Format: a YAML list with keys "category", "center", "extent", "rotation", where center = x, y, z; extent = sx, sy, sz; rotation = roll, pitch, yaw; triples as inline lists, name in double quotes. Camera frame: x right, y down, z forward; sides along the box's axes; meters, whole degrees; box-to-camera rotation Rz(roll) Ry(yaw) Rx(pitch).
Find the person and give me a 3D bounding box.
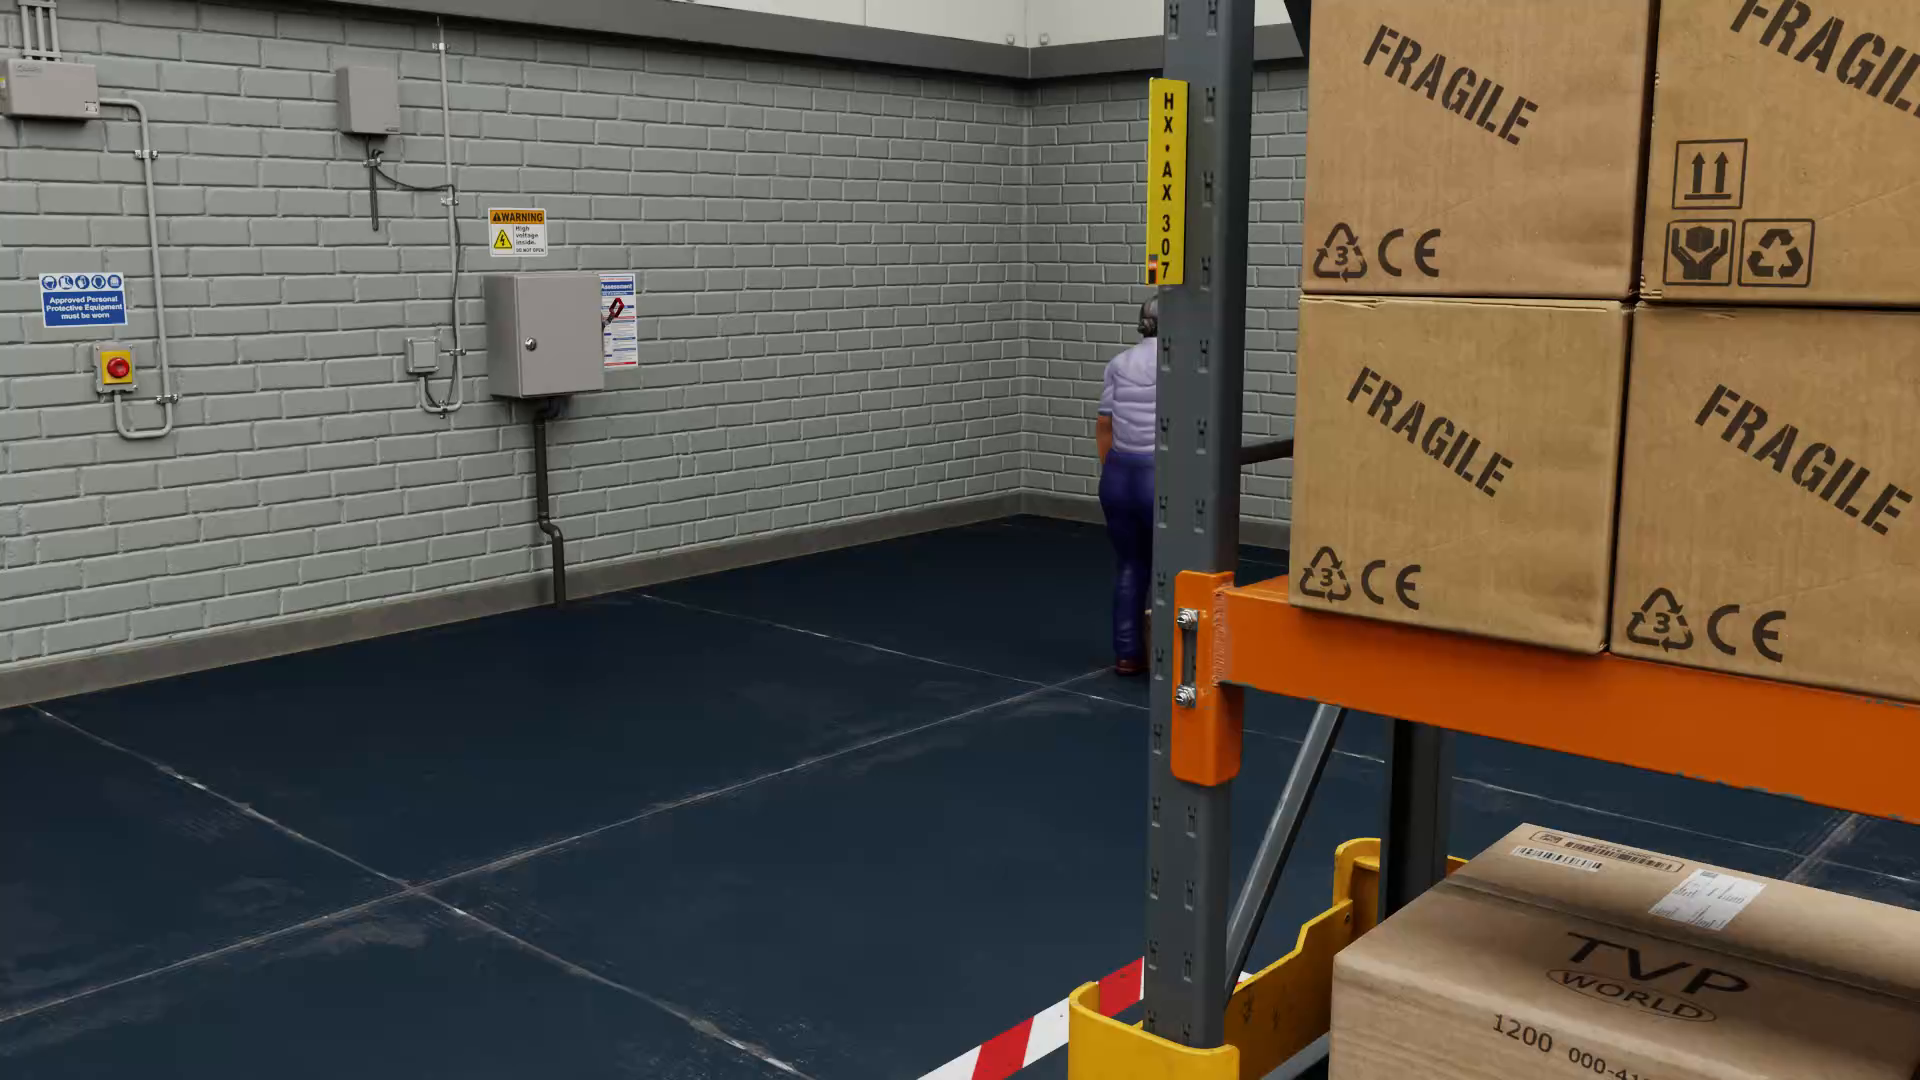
- category: "person"
  center: [0.840, -0.217, 7.126]
  extent: [0.531, 1.652, 0.413]
  rotation: [9, 14, 41]
